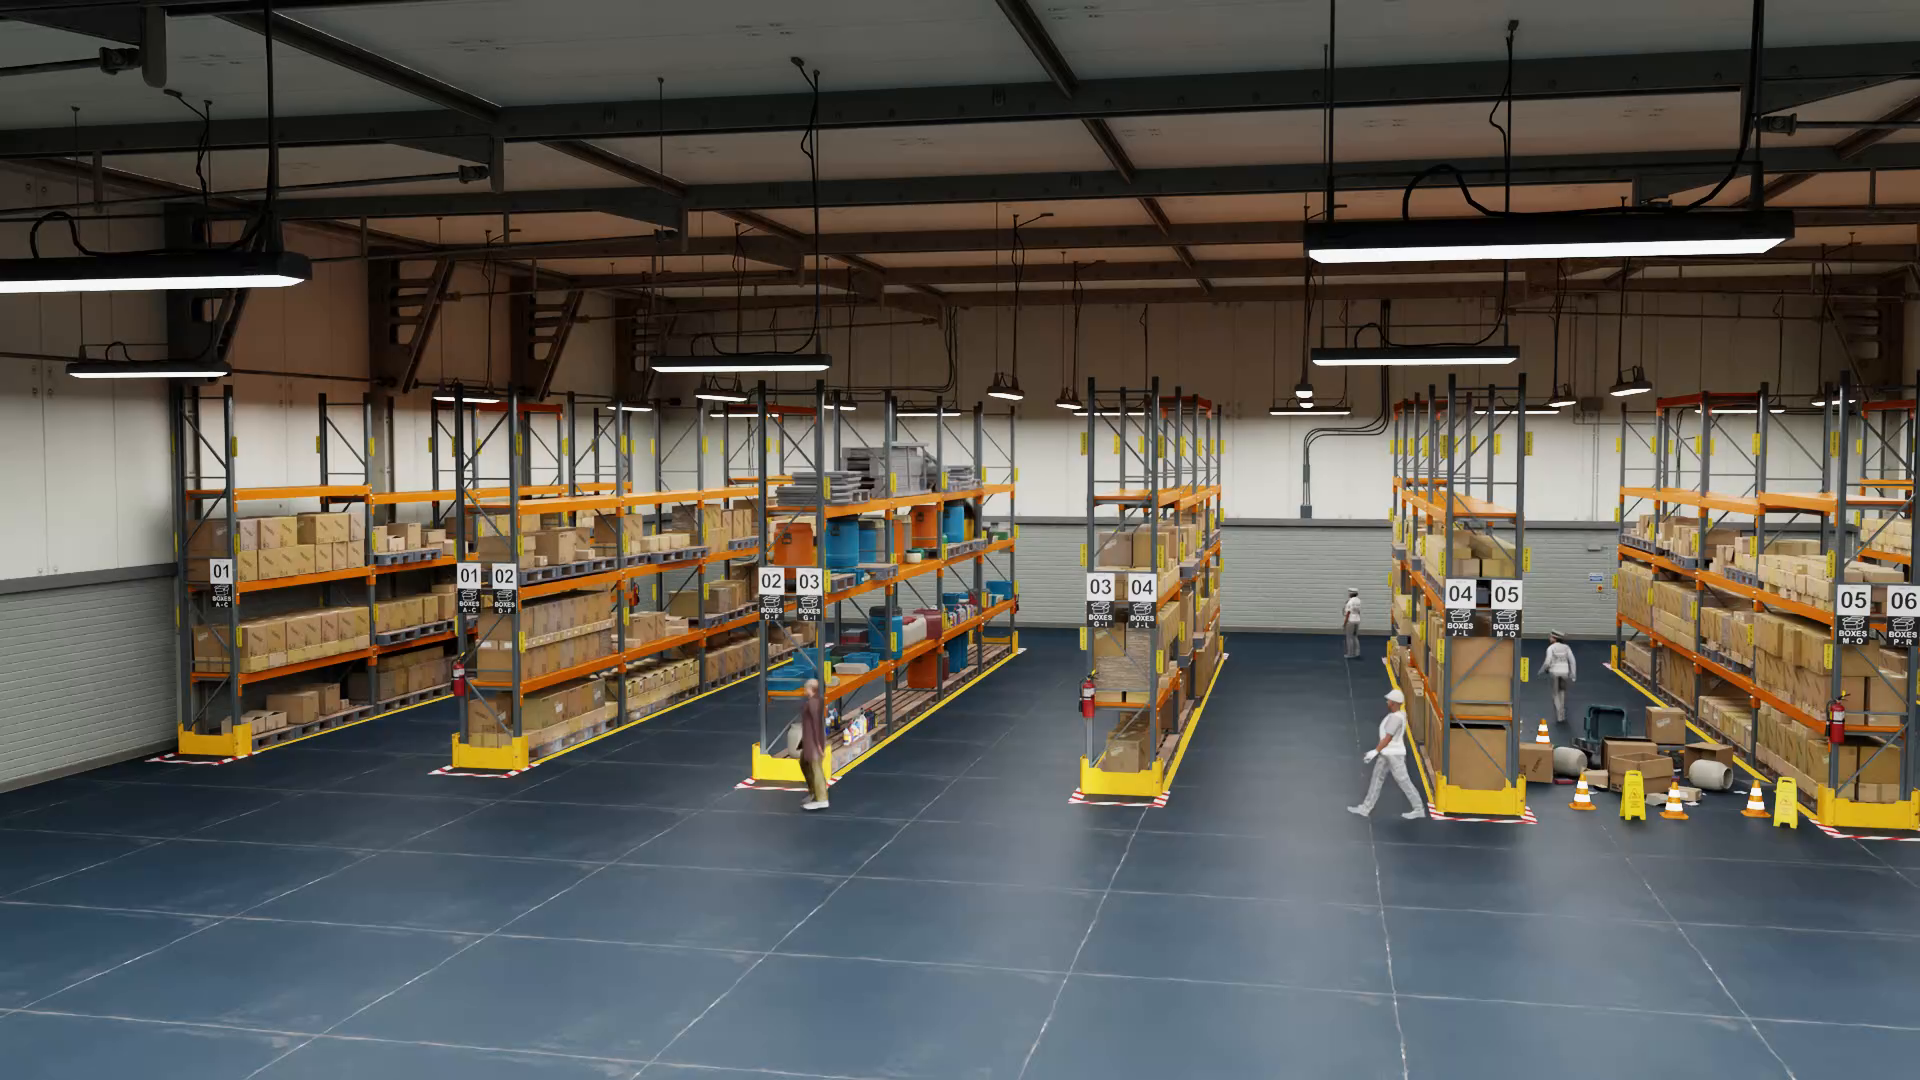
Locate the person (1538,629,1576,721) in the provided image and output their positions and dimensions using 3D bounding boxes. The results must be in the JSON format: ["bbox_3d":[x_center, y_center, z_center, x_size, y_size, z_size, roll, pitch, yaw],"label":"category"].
[{"bbox_3d":[10.960,2.499,30.448,0.643,1.709,0.615,1,3,9],"label":"person"}]

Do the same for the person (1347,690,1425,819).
[{"bbox_3d":[5.735,2.874,22.343,1.003,1.735,0.587,0,3,8],"label":"person"}]

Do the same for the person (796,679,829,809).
[{"bbox_3d":[-2.056,2.807,23.089,0.445,1.794,0.666,0,3,-7],"label":"person"}]

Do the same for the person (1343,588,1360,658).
[{"bbox_3d":[9.307,1.991,39.469,0.556,1.719,0.377,-3,5,-45],"label":"person"}]
